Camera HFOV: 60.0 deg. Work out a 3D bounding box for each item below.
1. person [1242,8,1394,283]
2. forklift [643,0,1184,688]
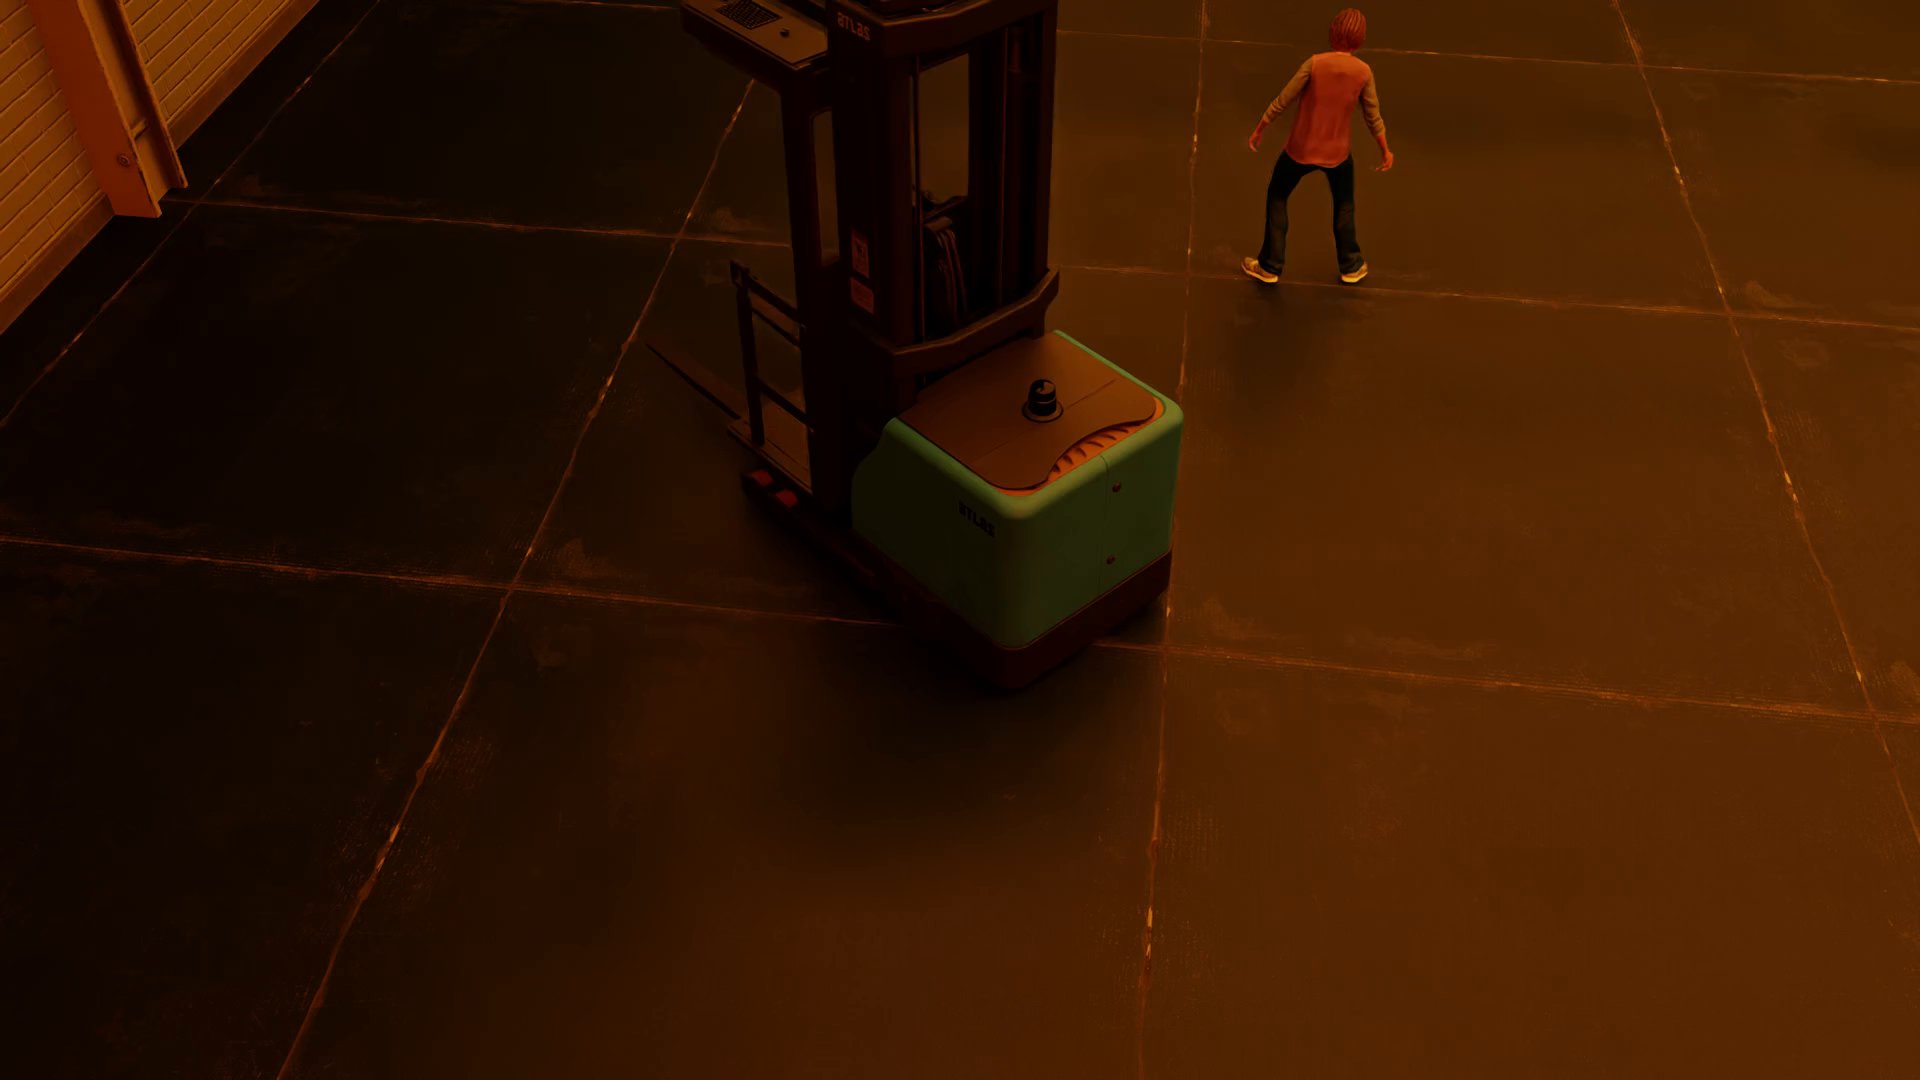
[{"bbox_3d":[1.968,-2.115,9.082,0.788,1.545,0.370,1,43,1],"label":"person"},{"bbox_3d":[-0.406,-1.363,7.208,1.130,2.935,3.031,-31,51,-29],"label":"forklift"}]
